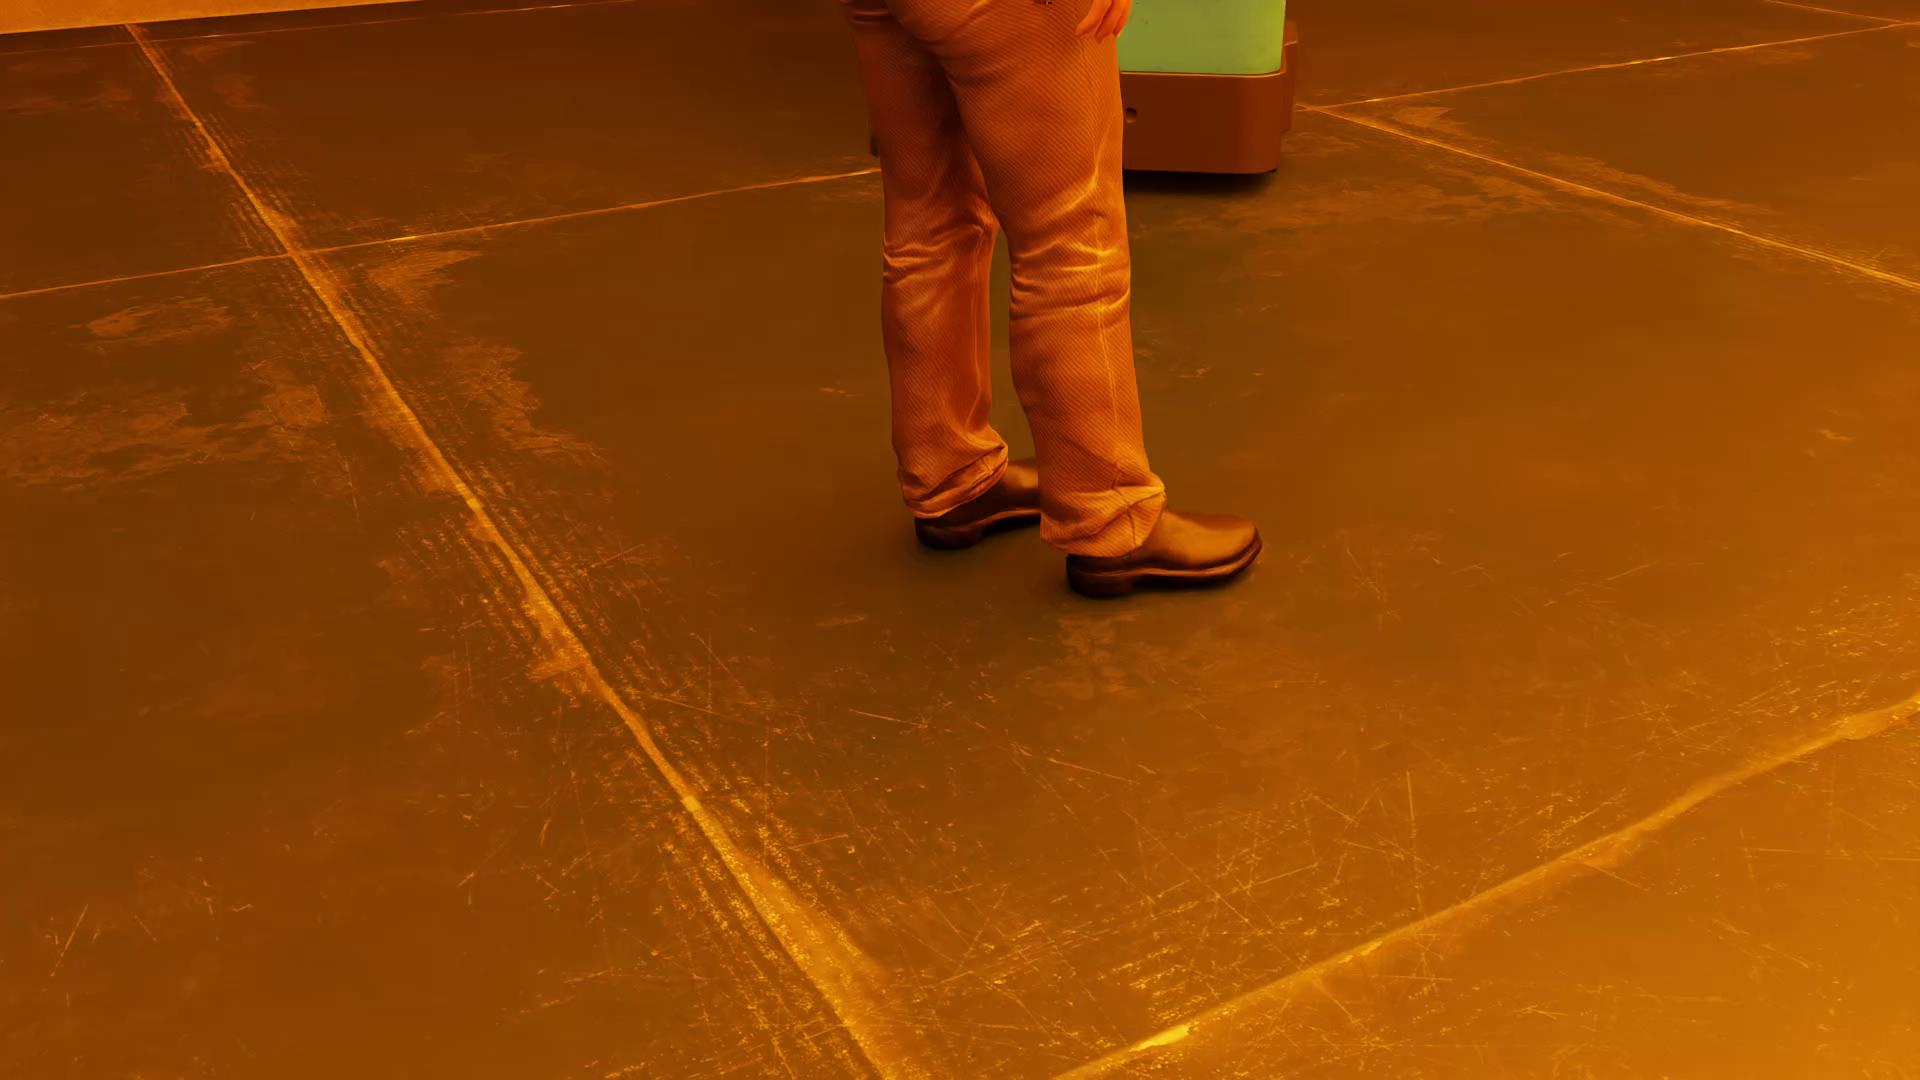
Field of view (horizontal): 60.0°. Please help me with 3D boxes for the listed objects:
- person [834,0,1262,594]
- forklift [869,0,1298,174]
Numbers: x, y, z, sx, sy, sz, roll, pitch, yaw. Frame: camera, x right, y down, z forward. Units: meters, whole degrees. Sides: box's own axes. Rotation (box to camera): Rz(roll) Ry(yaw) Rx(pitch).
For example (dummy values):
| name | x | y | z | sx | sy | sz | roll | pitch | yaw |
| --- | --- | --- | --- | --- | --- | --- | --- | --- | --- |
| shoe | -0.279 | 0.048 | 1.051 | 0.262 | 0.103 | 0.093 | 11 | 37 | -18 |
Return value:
| name | x | y | z | sx | sy | sz | roll | pitch | yaw |
| --- | --- | --- | --- | --- | --- | --- | --- | --- | --- |
| person | 0.058 | -0.785 | 2.130 | 0.566 | 1.722 | 0.633 | -15 | 30 | -26 |
| forklift | 0.501 | -2.857 | 4.891 | 1.130 | 2.935 | 3.031 | 4 | 27 | 8 |
